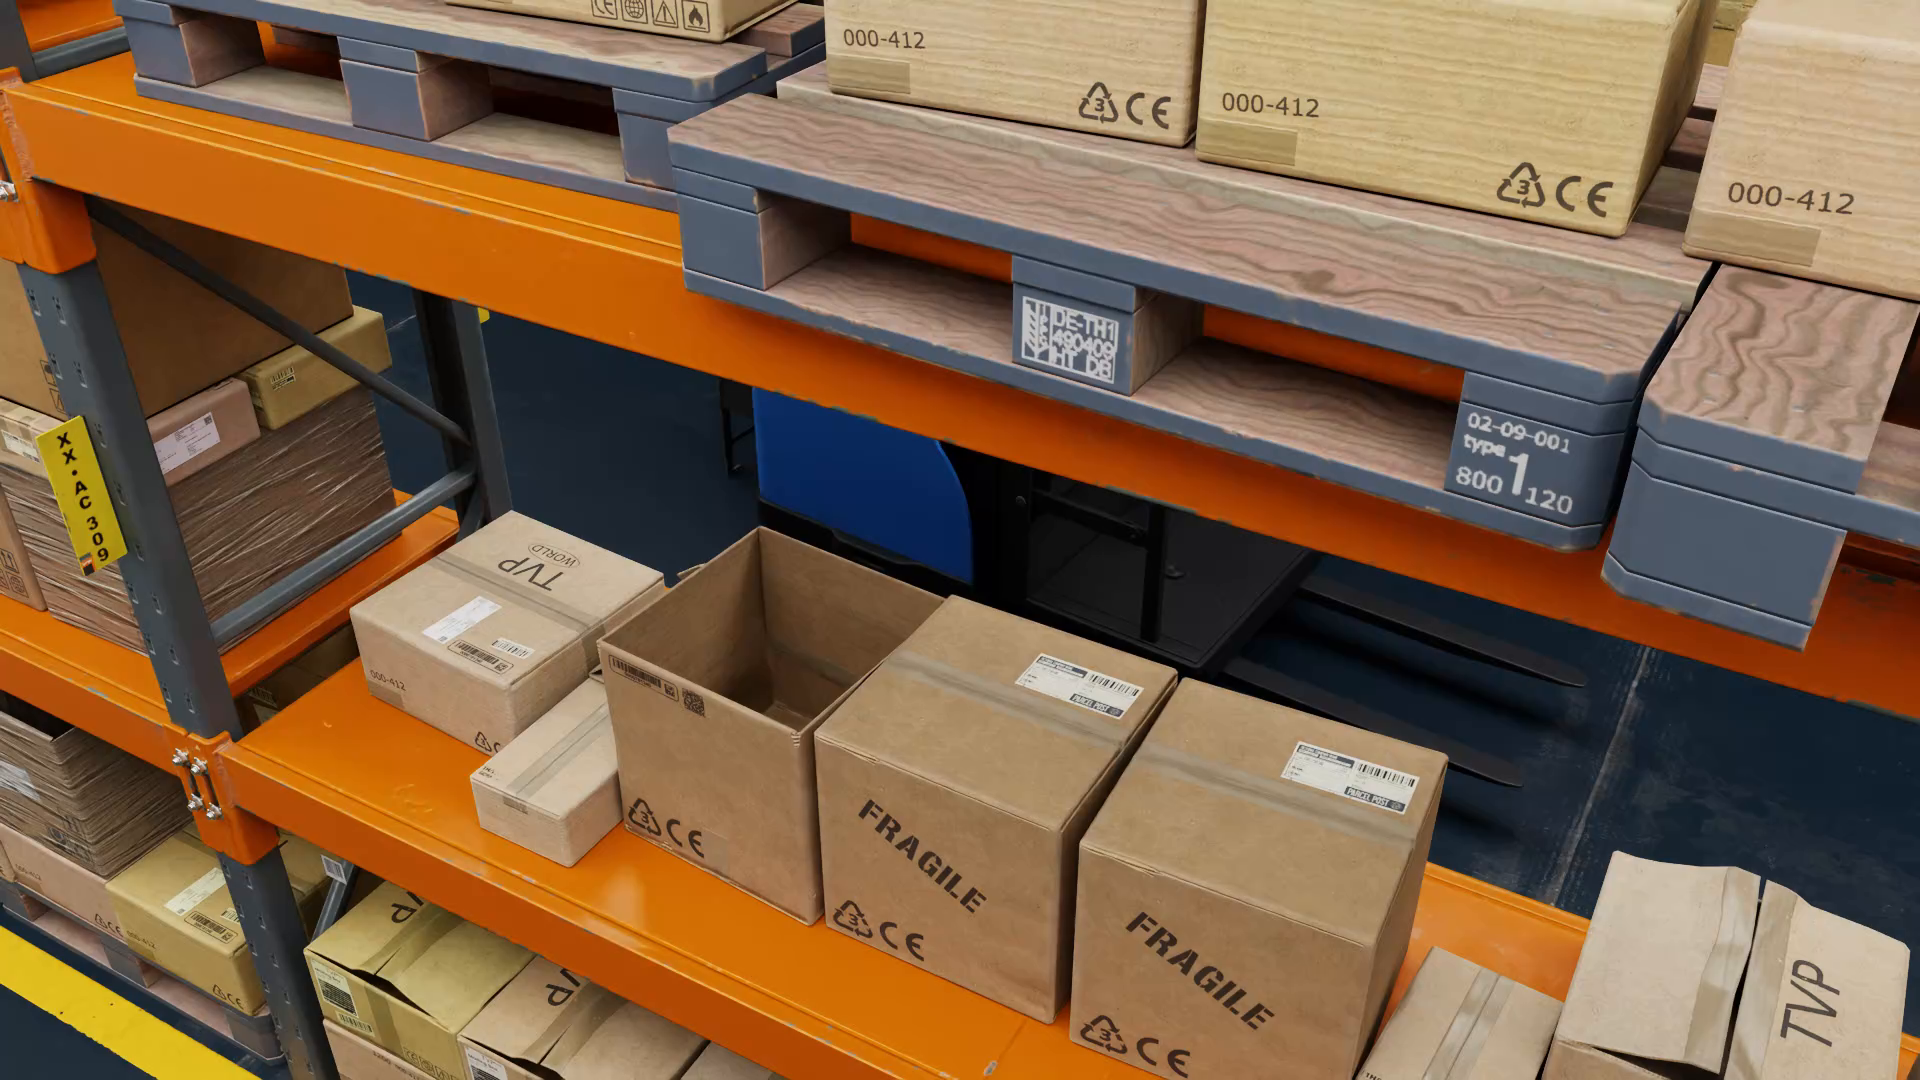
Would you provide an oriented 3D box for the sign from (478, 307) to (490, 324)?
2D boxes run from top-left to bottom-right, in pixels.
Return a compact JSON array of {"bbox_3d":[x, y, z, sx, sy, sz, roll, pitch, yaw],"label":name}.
[{"bbox_3d":[-1.216,-0.672,4.080,0.005,0.325,0.100,18,37,24],"label":"sign"}]

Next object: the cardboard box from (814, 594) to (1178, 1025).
[{"bbox_3d":[0.074,0.501,3.202,0.500,0.500,0.500,18,38,24],"label":"cardboard box"}]

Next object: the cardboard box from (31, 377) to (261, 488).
[{"bbox_3d":[-1.819,-0.243,3.733,0.250,0.149,0.380,18,37,24],"label":"cardboard box"}]

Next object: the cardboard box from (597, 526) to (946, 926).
[{"bbox_3d":[-0.361,0.363,3.408,0.500,0.500,0.500,20,39,28],"label":"cardboard box"}]

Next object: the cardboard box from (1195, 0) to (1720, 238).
[{"bbox_3d":[0.619,-0.616,2.019,0.500,0.250,0.500,17,37,23],"label":"cardboard box"}]

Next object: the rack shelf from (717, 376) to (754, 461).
[{"bbox_3d":[-0.690,-0.572,7.002,0.480,0.518,0.431,21,39,29],"label":"rack shelf"}]

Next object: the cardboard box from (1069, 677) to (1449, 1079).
[{"bbox_3d":[0.531,0.646,2.984,0.500,0.500,0.500,16,37,22],"label":"cardboard box"}]

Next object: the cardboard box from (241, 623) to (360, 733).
[{"bbox_3d":[-1.724,0.420,4.838,0.500,0.500,0.500,18,37,24],"label":"cardboard box"}]

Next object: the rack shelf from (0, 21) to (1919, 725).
[{"bbox_3d":[0.260,-0.358,2.525,4.000,0.370,1.077,18,37,24],"label":"rack shelf"}]

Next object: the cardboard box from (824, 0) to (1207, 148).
[{"bbox_3d":[0.153,-0.765,2.243,0.500,0.250,0.500,14,36,20],"label":"cardboard box"}]

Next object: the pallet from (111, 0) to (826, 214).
[{"bbox_3d":[-0.704,-0.892,2.849,1.217,0.209,0.805,16,37,23],"label":"pallet"}]

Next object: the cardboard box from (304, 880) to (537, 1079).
[{"bbox_3d":[-1.242,1.010,4.122,0.500,0.311,0.500,18,38,25],"label":"cardboard box"}]

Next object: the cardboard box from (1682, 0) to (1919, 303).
[{"bbox_3d":[1.110,-0.453,1.775,0.500,0.250,0.500,19,38,26],"label":"cardboard box"}]

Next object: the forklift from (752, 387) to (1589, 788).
[{"bbox_3d":[0.704,-0.895,5.450,3.031,2.935,1.130,21,39,29],"label":"forklift"}]

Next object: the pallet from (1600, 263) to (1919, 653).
[{"bbox_3d":[1.363,-0.173,1.767,1.003,0.211,1.213,19,38,27],"label":"pallet"}]

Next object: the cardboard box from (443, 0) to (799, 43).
[{"bbox_3d":[-0.468,-0.996,2.590,0.500,0.250,0.500,14,36,20],"label":"cardboard box"}]

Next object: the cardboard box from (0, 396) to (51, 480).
[{"bbox_3d":[-2.033,-0.312,3.836,0.250,0.149,0.380,17,37,23],"label":"cardboard box"}]

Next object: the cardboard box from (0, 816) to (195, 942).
[{"bbox_3d":[-2.417,0.846,4.876,0.500,0.250,0.500,18,37,24],"label":"cardboard box"}]

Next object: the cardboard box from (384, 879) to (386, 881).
[{"bbox_3d":[-1.729,0.737,5.039,0.500,0.250,0.500,18,37,24],"label":"cardboard box"}]

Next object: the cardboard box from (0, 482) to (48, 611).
[{"bbox_3d":[-2.326,-0.262,4.347,0.500,0.500,0.700,17,37,24],"label":"cardboard box"}]

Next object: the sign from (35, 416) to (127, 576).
[{"bbox_3d":[-1.751,-0.085,3.319,0.005,0.325,0.100,18,37,24],"label":"sign"}]

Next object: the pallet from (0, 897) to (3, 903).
[{"bbox_3d":[-3.210,0.627,5.617,1.213,0.211,1.003,18,37,24],"label":"pallet"}]

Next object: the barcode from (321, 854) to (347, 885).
[{"bbox_3d":[-1.462,0.769,3.881,0.075,0.075,0.001,18,37,24],"label":"barcode"}]

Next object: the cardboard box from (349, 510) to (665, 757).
[{"bbox_3d":[-1.028,0.217,3.852,0.500,0.250,0.500,20,39,27],"label":"cardboard box"}]

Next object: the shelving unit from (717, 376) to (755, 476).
[{"bbox_3d":[-0.690,-1.166,6.606,0.503,2.100,0.431,21,39,29],"label":"shelving unit"}]

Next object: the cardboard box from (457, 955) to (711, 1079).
[{"bbox_3d":[-0.810,1.151,3.912,0.500,0.311,0.500,17,37,24],"label":"cardboard box"}]

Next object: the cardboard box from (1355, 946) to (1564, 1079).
[{"bbox_3d":[0.861,0.922,2.886,0.250,0.149,0.380,21,39,28],"label":"cardboard box"}]

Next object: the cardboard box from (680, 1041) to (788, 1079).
[{"bbox_3d":[-0.360,1.292,3.699,0.500,0.311,0.500,16,37,23],"label":"cardboard box"}]

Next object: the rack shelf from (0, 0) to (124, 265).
[{"bbox_3d":[-3.213,-1.458,4.177,4.000,0.370,1.077,18,37,24],"label":"rack shelf"}]

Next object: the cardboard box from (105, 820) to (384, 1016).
[{"bbox_3d":[-1.988,0.988,4.662,0.500,0.250,0.500,18,37,24],"label":"cardboard box"}]

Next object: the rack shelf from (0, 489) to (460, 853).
[{"bbox_3d":[-3.213,-0.210,5.008,4.000,0.370,1.077,18,37,24],"label":"rack shelf"}]

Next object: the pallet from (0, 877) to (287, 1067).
[{"bbox_3d":[-2.146,0.962,5.114,1.213,0.211,1.003,18,37,24],"label":"pallet"}]

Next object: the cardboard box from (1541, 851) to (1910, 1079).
[{"bbox_3d":[1.316,0.839,2.865,0.500,0.311,0.500,17,37,24],"label":"cardboard box"}]

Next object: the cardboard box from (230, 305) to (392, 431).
[{"bbox_3d":[-1.614,-0.438,4.026,0.250,0.149,0.380,18,37,24],"label":"cardboard box"}]

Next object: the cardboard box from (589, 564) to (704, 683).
[{"bbox_3d":[-0.622,0.250,3.789,0.258,0.266,0.396,17,37,23],"label":"cardboard box"}]

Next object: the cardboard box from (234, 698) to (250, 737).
[{"bbox_3d":[-2.162,0.286,5.039,0.500,0.500,0.500,18,37,24],"label":"cardboard box"}]

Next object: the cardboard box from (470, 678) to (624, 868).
[{"bbox_3d":[-0.809,0.487,3.539,0.250,0.149,0.380,18,37,24],"label":"cardboard box"}]

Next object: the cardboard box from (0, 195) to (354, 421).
[{"bbox_3d":[-1.865,-0.660,3.774,0.500,0.500,0.700,18,38,25],"label":"cardboard box"}]

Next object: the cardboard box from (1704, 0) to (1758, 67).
[{"bbox_3d":[2.945,-1.925,6.448,0.500,0.500,0.700,18,37,24],"label":"cardboard box"}]

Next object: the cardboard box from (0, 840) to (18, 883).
[{"bbox_3d":[-2.858,0.715,5.071,0.500,0.250,0.500,18,37,24],"label":"cardboard box"}]

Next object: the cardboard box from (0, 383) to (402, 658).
[{"bbox_3d":[-1.865,-0.120,4.134,0.500,0.500,0.700,17,37,23],"label":"cardboard box"}]

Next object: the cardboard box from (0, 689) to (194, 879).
[{"bbox_3d":[-2.416,0.533,4.669,0.500,0.500,0.500,18,37,24],"label":"cardboard box"}]

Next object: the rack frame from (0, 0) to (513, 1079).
[{"bbox_3d":[-1.477,0.041,3.983,0.127,3.000,1.000,18,37,24],"label":"rack frame"}]

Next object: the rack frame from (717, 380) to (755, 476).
[{"bbox_3d":[-0.890,-1.243,6.723,0.015,2.100,0.400,21,39,29],"label":"rack frame"}]

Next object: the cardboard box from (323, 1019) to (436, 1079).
[{"bbox_3d":[-1.249,1.241,4.283,0.500,0.250,0.500,17,37,23],"label":"cardboard box"}]

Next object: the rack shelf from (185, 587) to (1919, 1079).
[{"bbox_3d":[0.260,0.890,3.356,4.000,0.370,1.077,18,37,24],"label":"rack shelf"}]

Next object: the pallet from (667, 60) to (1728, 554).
[{"bbox_3d":[0.390,-0.479,2.227,1.213,0.211,1.003,19,38,27],"label":"pallet"}]
